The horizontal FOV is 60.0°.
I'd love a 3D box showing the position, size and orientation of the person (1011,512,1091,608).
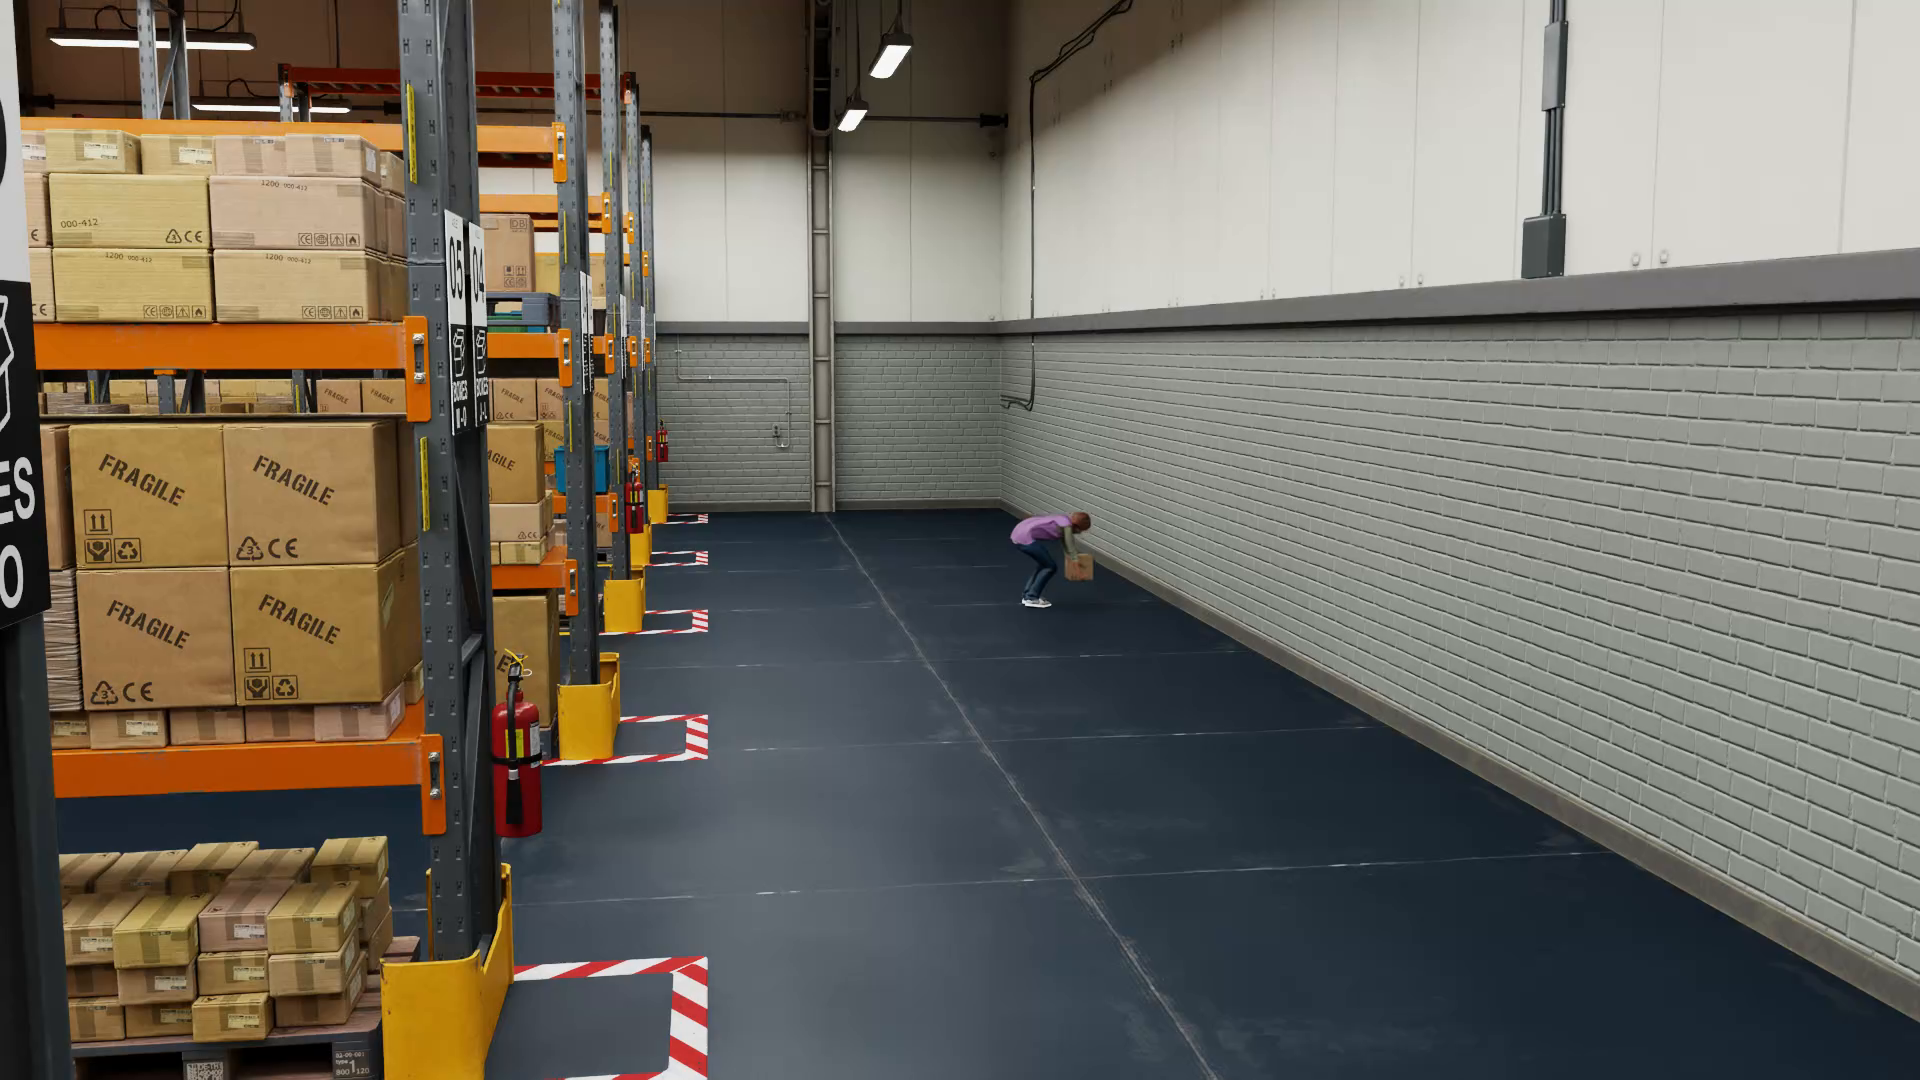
[{"bbox_3d":[0.956,0.214,17.450,0.861,0.958,0.421,-1,7,-12],"label":"person"}]
